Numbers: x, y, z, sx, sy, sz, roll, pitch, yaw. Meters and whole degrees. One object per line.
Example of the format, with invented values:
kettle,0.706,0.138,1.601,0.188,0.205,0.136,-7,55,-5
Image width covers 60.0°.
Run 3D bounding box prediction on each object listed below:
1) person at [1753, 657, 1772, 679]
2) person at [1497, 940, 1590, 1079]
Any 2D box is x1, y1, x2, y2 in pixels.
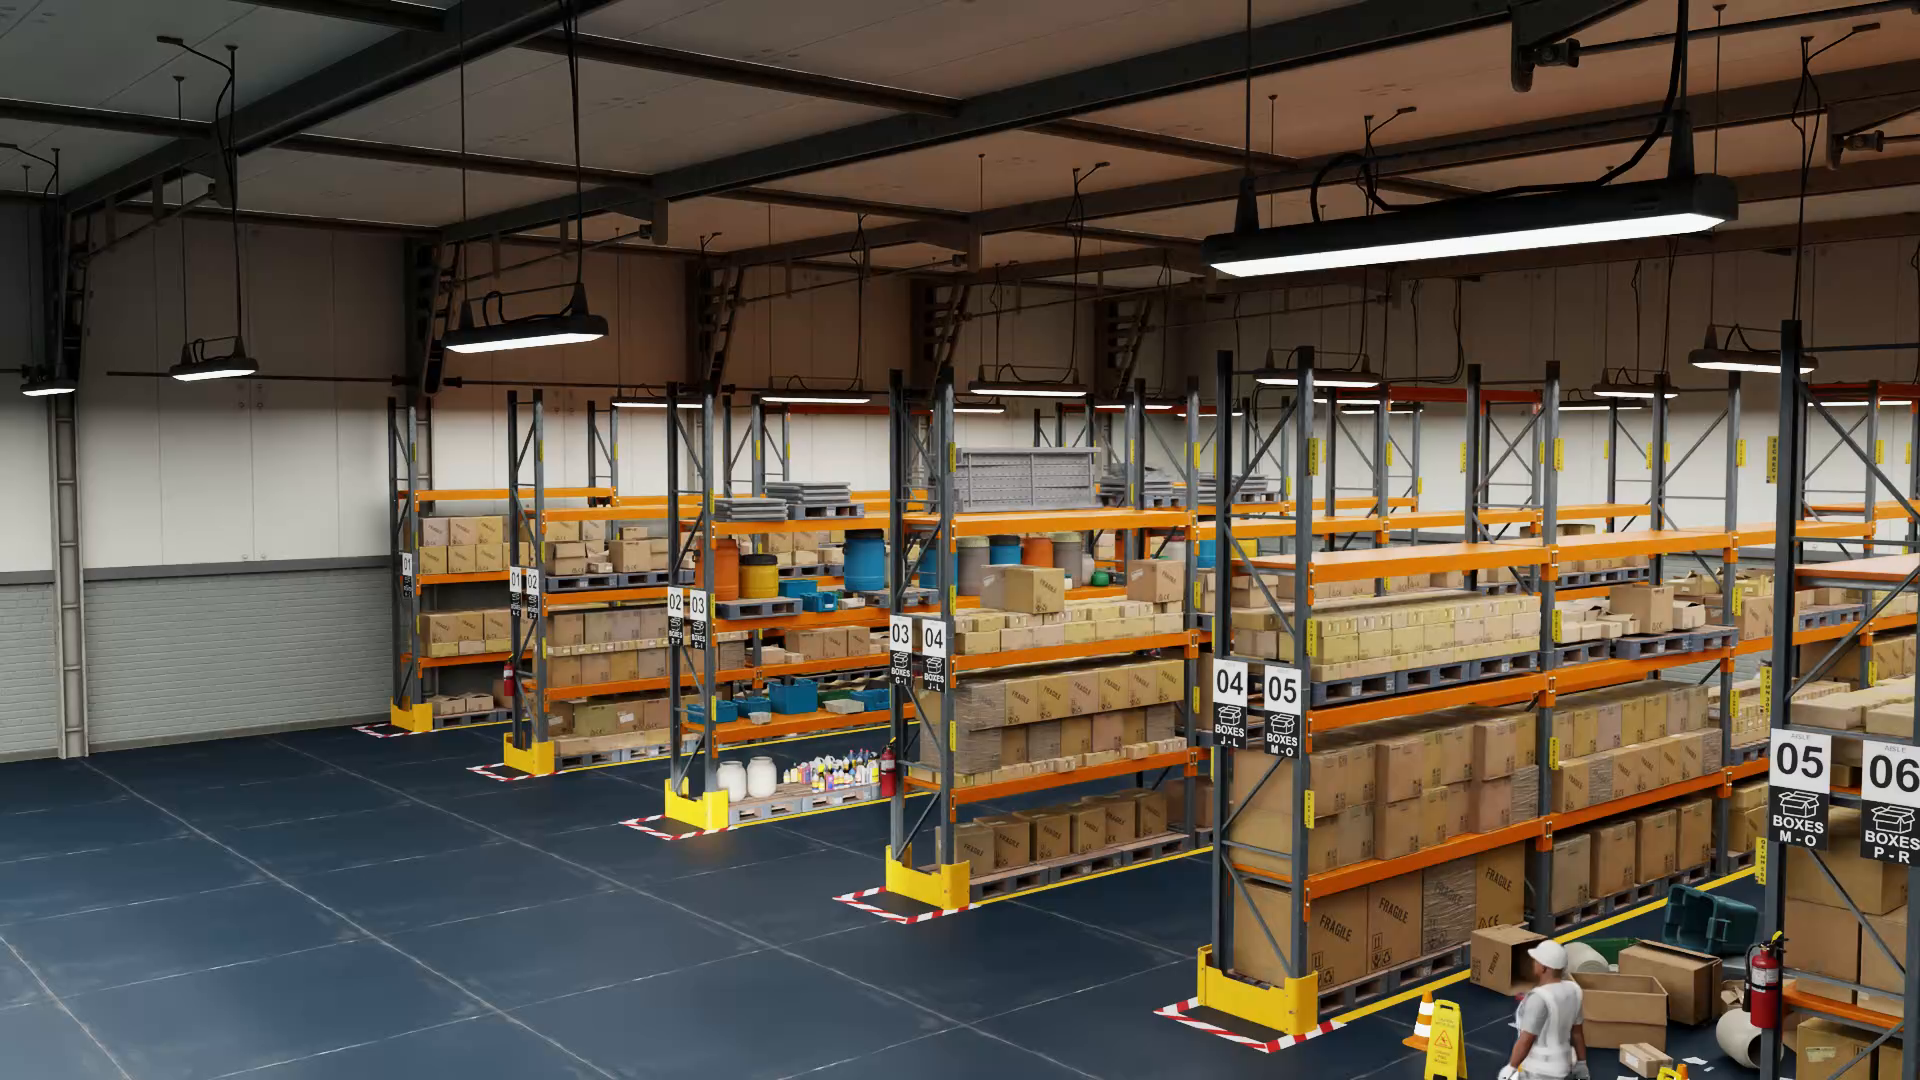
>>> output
person,13.192,2.742,27.364,0.575,1.642,0.951,3,5,44
person,4.007,3.624,11.433,1.055,1.753,0.518,2,4,29
